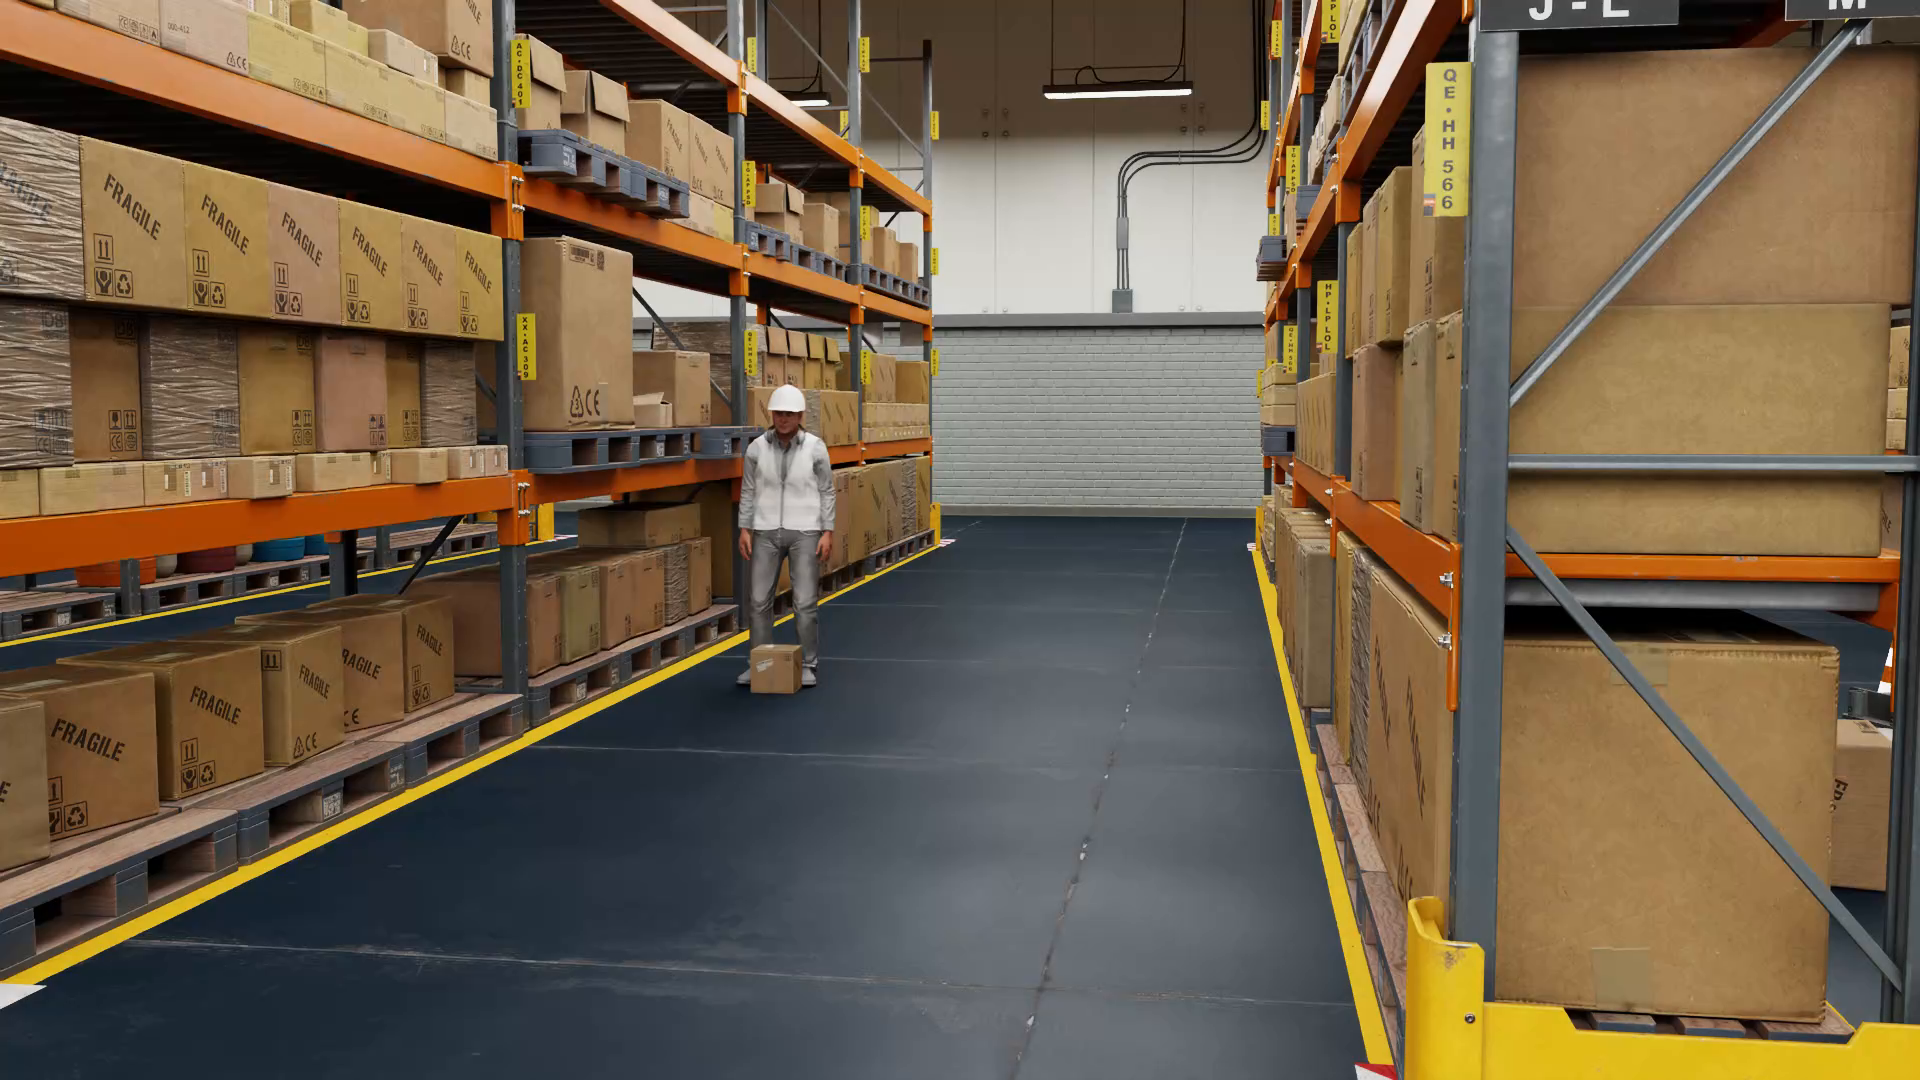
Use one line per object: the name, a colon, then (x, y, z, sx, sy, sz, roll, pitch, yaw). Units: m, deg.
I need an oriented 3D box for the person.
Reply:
person: (-1.028, -0.029, 9.850, 0.579, 1.769, 0.466, 0, 4, 6)
